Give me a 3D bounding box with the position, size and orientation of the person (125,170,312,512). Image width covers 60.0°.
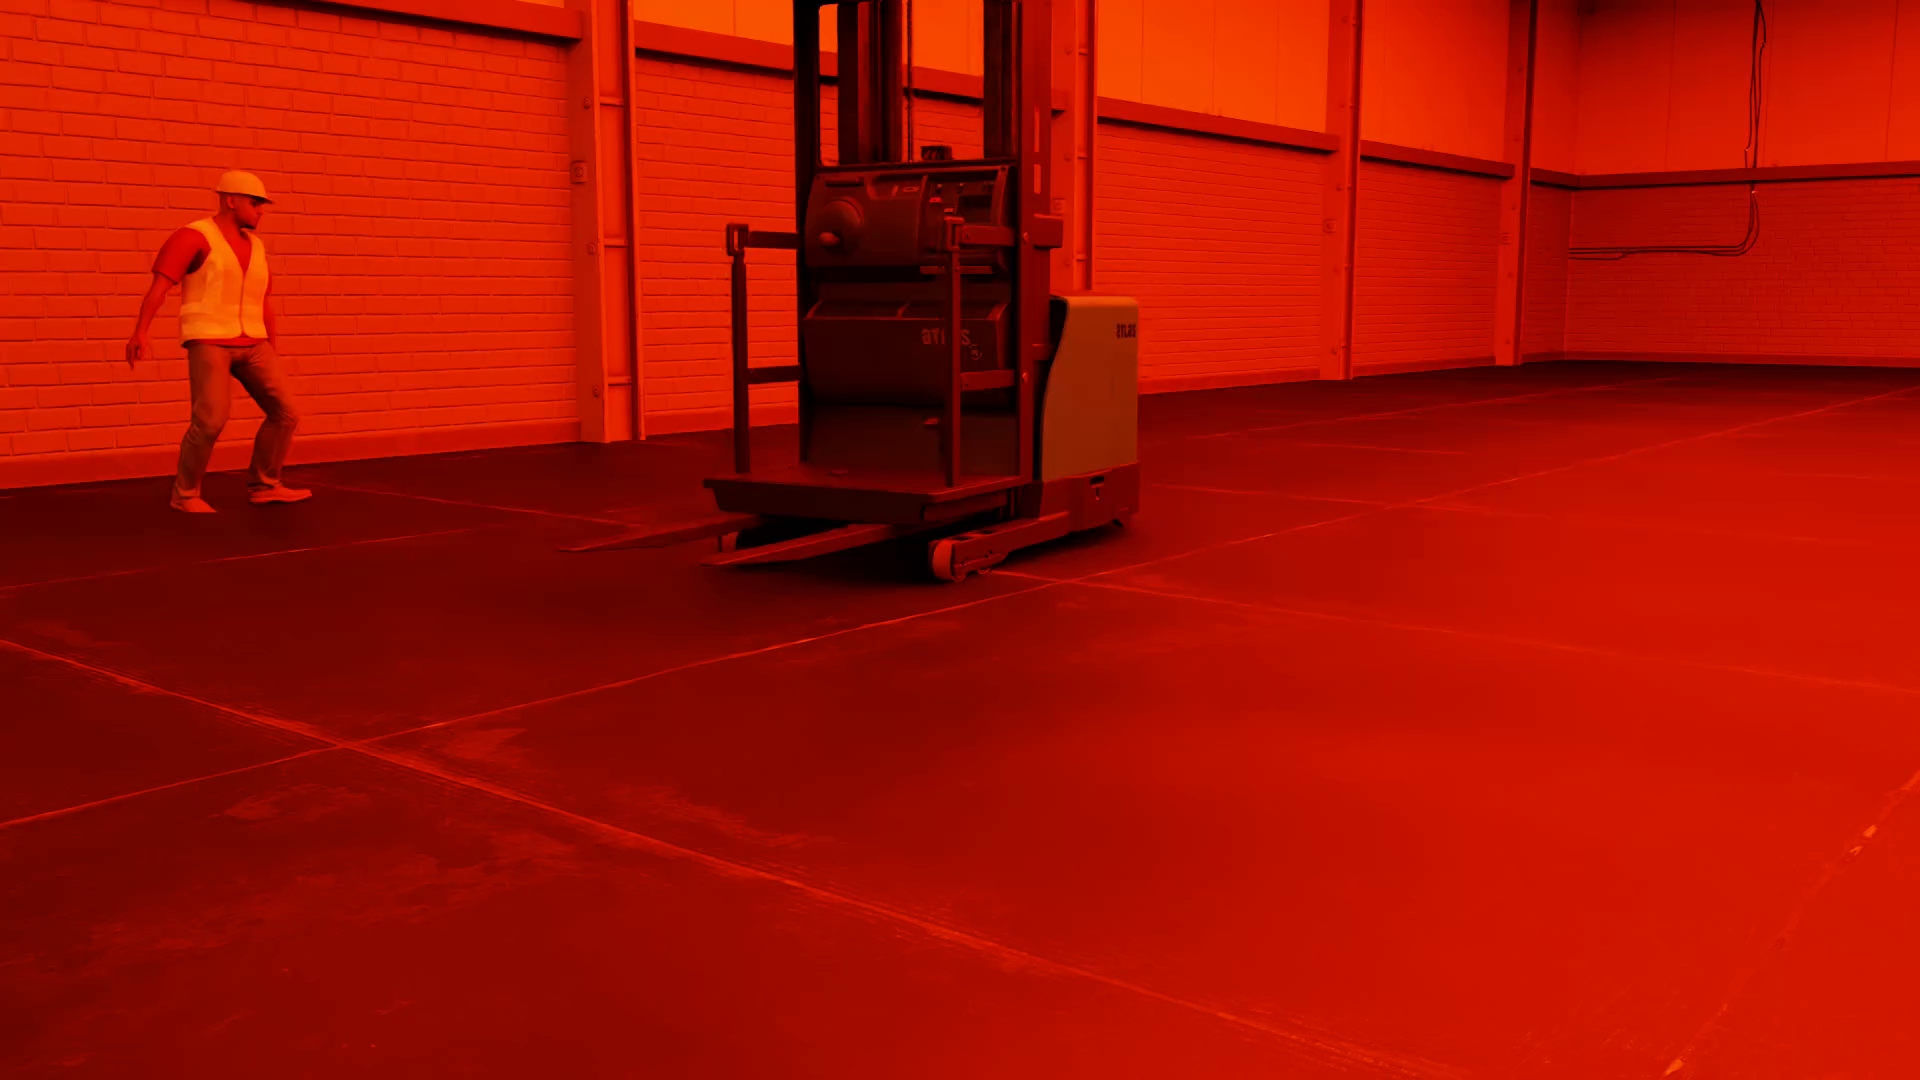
[{"bbox_3d":[-3.740,-0.981,8.382,0.487,1.741,0.902,5,10,30],"label":"person"}]

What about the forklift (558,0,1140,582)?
[{"bbox_3d":[-0.327,-1.364,6.600,1.130,2.935,3.031,5,10,29],"label":"forklift"}]
